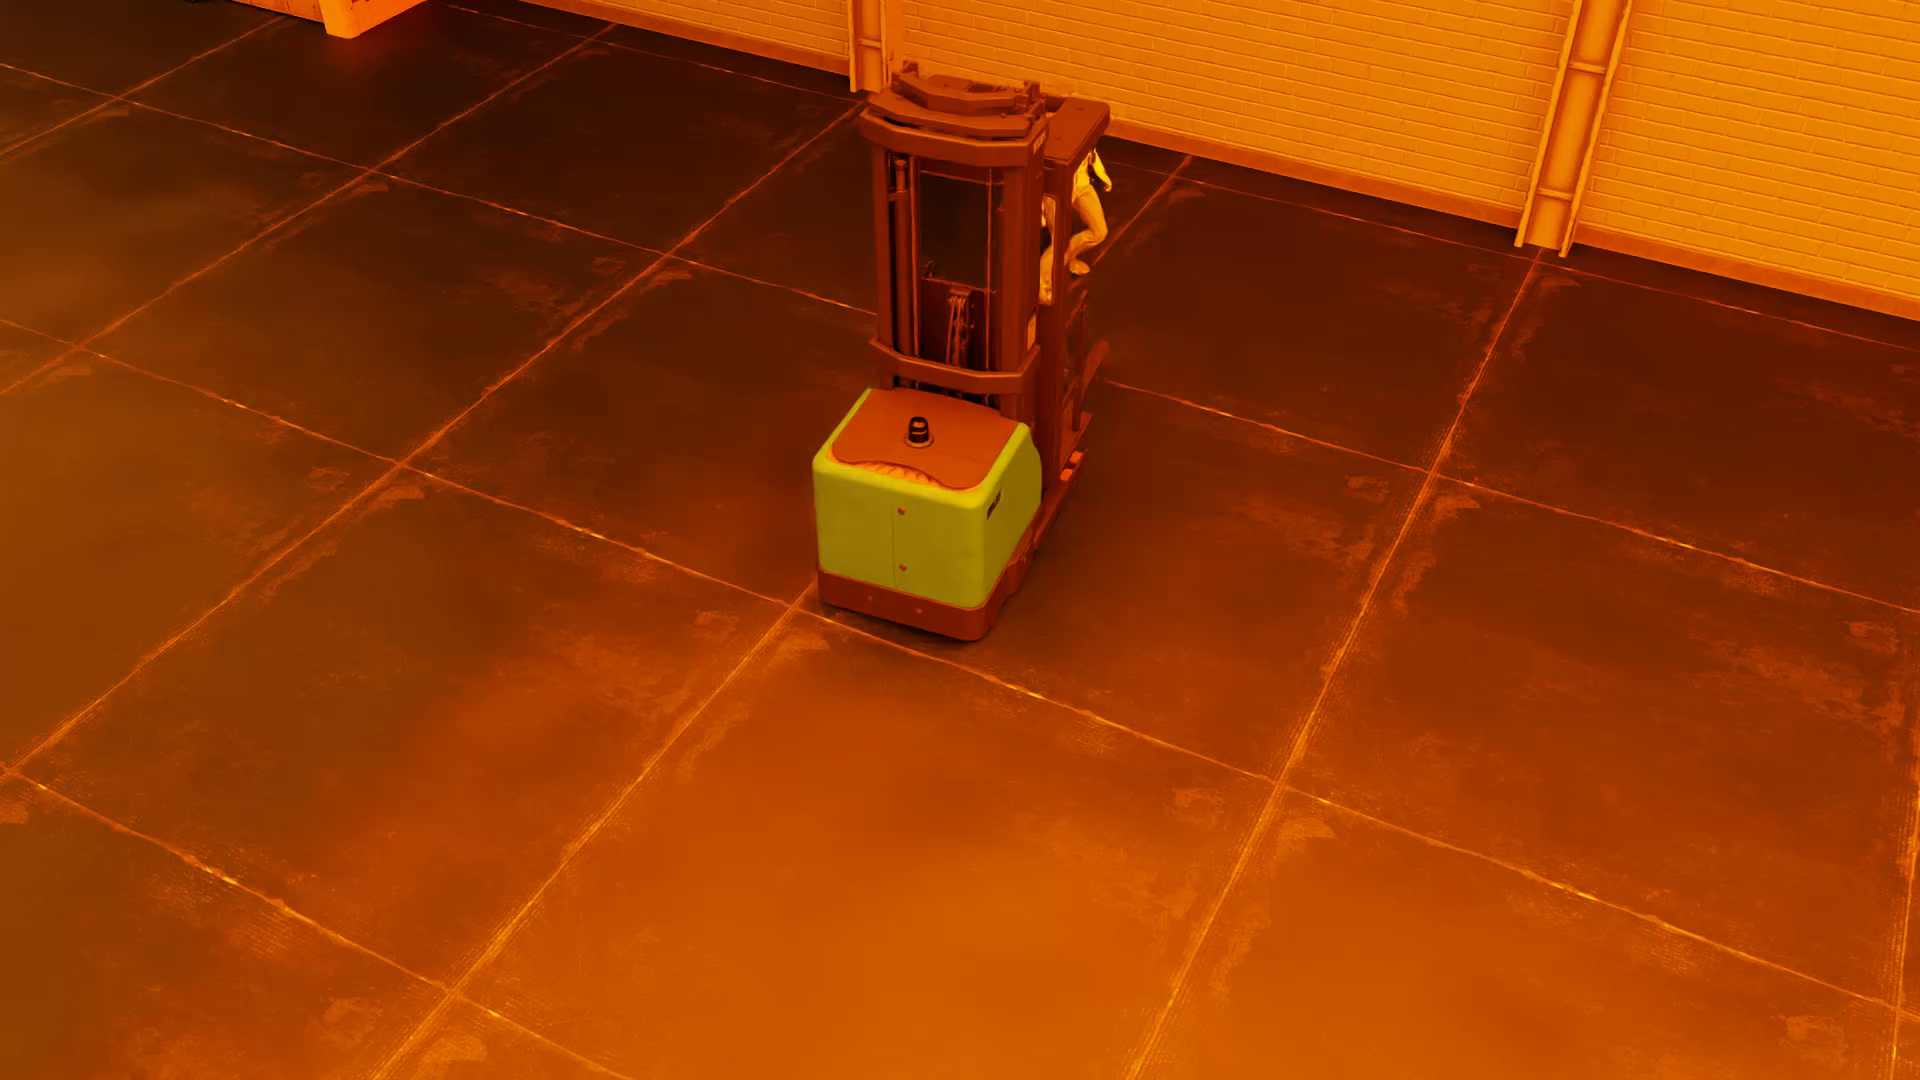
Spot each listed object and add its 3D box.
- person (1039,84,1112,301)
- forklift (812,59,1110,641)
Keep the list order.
[{"bbox_3d":[0.758,-2.504,12.013,0.751,1.571,0.470,-28,47,-29],"label":"person"},{"bbox_3d":[0.177,-1.502,9.770,1.130,2.935,3.031,14,42,16],"label":"forklift"}]
